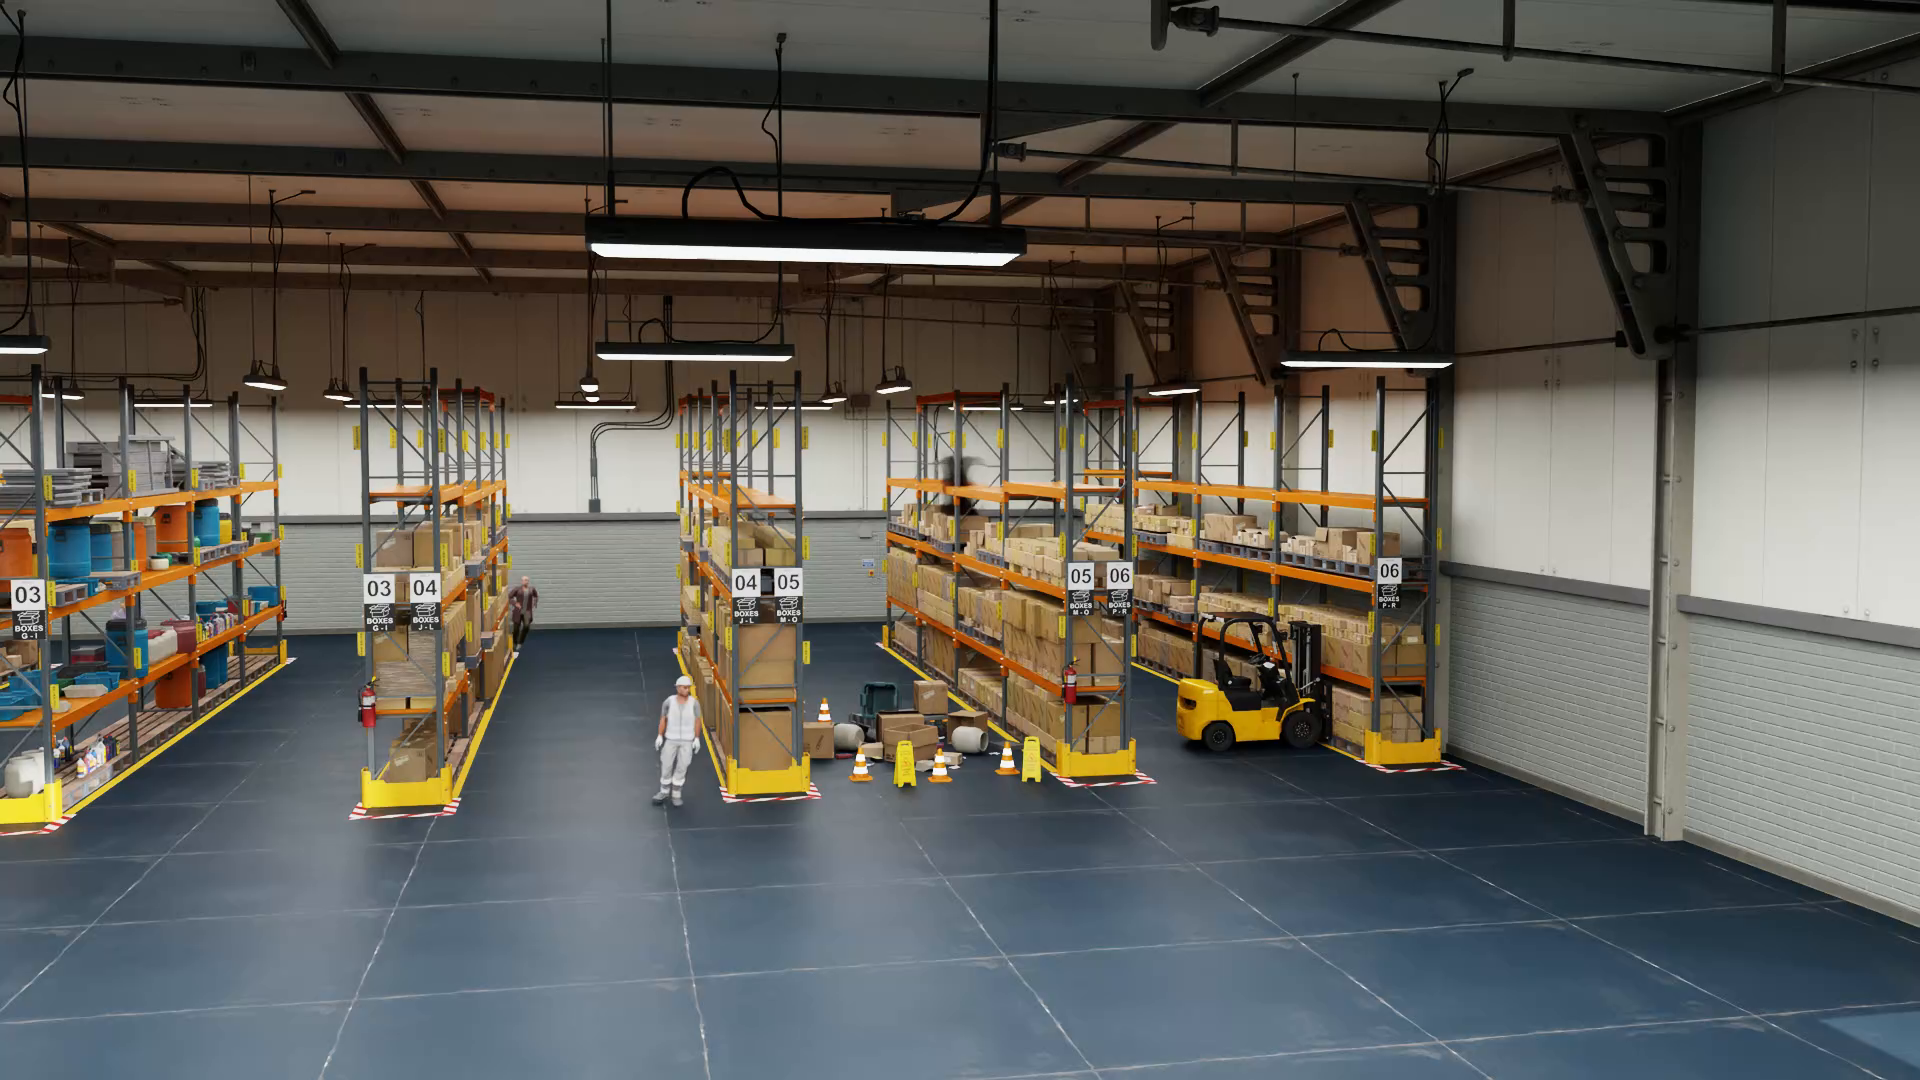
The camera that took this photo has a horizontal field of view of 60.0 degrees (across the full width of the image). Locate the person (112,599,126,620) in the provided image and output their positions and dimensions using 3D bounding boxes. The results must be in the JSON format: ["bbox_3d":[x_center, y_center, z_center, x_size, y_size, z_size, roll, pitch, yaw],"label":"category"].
[{"bbox_3d":[-18.011,2.076,35.863,0.549,1.614,0.840,-2,4,-34],"label":"person"}]

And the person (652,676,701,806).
[{"bbox_3d":[-3.911,2.767,22.922,0.669,1.804,0.458,-1,4,-15],"label":"person"}]

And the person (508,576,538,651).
[{"bbox_3d":[-10.467,1.758,39.867,0.749,1.784,0.742,-1,4,-22],"label":"person"}]
